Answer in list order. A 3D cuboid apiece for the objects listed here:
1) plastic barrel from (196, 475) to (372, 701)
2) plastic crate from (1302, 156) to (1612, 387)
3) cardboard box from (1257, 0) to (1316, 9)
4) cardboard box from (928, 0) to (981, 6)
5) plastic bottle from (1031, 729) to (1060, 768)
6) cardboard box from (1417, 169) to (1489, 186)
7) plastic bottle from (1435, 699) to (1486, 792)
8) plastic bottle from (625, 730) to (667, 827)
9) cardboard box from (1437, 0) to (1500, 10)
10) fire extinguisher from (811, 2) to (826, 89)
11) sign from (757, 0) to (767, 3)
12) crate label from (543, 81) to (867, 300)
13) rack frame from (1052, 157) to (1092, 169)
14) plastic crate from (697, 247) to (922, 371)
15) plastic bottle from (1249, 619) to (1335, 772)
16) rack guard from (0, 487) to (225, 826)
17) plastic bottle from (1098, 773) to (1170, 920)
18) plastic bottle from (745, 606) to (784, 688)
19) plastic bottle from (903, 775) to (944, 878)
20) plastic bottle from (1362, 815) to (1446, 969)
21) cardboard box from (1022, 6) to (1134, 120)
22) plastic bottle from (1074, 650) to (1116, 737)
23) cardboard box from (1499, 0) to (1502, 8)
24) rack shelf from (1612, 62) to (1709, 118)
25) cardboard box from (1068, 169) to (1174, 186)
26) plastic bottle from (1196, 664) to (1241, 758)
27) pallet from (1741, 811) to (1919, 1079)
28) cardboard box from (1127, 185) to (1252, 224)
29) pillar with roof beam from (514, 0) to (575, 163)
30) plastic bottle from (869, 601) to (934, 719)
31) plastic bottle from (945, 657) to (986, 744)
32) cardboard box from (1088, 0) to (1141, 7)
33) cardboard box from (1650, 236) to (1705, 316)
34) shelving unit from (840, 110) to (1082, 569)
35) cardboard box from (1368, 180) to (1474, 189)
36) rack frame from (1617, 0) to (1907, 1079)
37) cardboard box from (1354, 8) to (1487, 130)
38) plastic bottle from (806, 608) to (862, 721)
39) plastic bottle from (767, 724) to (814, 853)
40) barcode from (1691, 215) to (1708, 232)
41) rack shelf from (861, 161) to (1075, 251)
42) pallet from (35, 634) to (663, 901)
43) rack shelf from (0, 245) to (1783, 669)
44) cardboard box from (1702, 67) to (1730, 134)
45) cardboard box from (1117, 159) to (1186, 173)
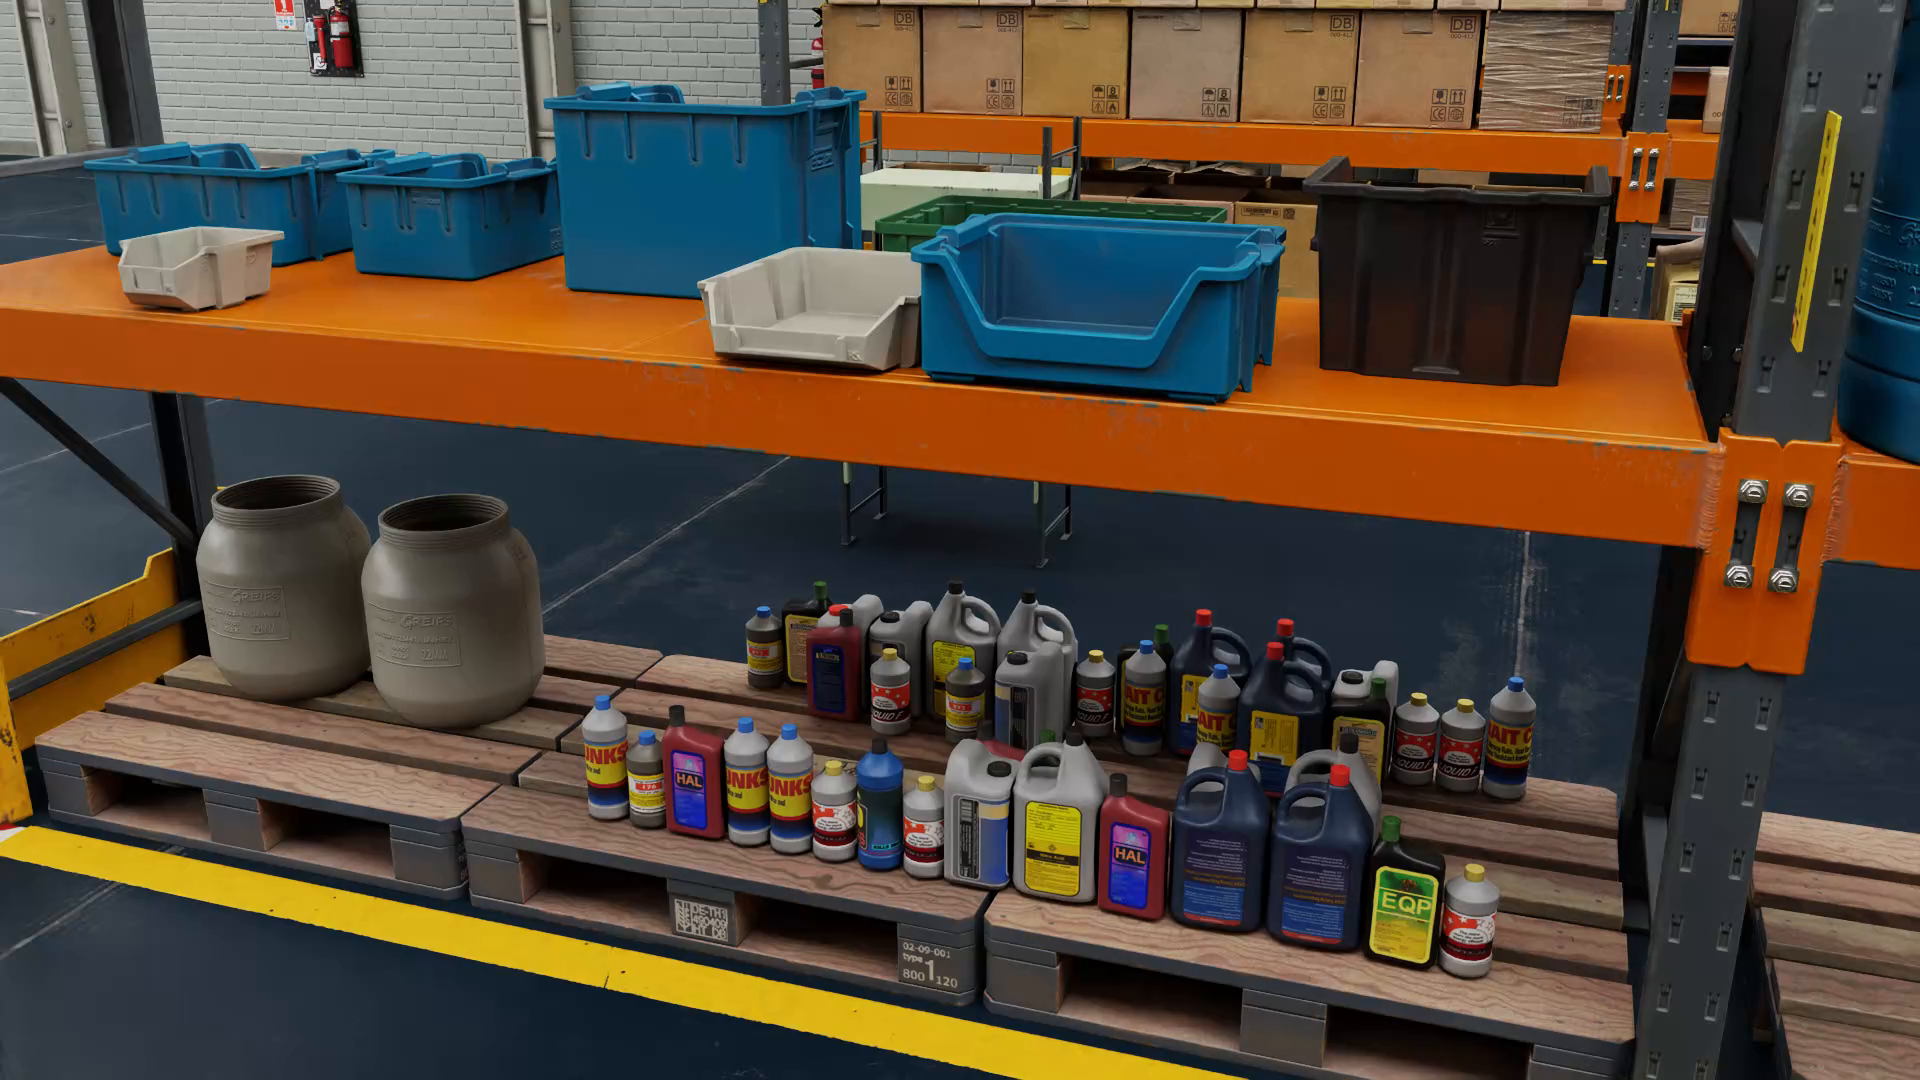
[{"bbox_3d":[-1.738,0.120,4.316,0.421,0.512,0.421,0,19,0],"label":"plastic barrel"},{"bbox_3d":[0.940,-0.538,3.158,0.504,0.338,0.767,7,20,18],"label":"plastic crate"},{"bbox_3d":[1.496,-2.465,7.454,0.250,0.149,0.380,7,20,20],"label":"cardboard box"},{"bbox_3d":[0.029,-2.632,7.934,0.250,0.149,0.380,7,20,18],"label":"cardboard box"},{"bbox_3d":[0.213,0.533,3.448,0.133,0.283,0.061,7,20,18],"label":"plastic bottle"},{"bbox_3d":[3.651,-2.679,12.334,0.500,0.500,0.500,5,20,14],"label":"cardboard box"},{"bbox_3d":[1.140,0.460,3.781,0.097,0.201,0.097,0,19,0],"label":"plastic bottle"},{"bbox_3d":[-0.677,0.514,3.628,0.097,0.201,0.097,0,19,0],"label":"plastic bottle"},{"bbox_3d":[2.214,-2.382,7.216,0.250,0.149,0.380,6,20,16],"label":"cardboard box"},{"bbox_3d":[-0.715,-2.564,8.992,0.183,0.674,0.296,7,20,18],"label":"fire extinguisher"},{"bbox_3d":[-0.944,-2.718,7.880,0.005,0.325,0.100,7,20,18],"label":"sign"},{"bbox_3d":[-0.558,-0.806,3.777,0.616,0.435,0.502,7,20,18],"label":"crate label"},{"bbox_3d":[0.866,-3.984,12.948,0.127,3.000,1.000,7,20,18],"label":"rack frame"},{"bbox_3d":[-0.224,-0.444,3.193,0.437,0.136,0.530,7,20,18],"label":"plastic crate"},{"bbox_3d":[0.767,0.355,3.856,0.185,0.351,0.144,7,20,20],"label":"plastic bottle"},{"bbox_3d":[-2.298,0.270,4.541,0.348,0.500,1.175,7,20,18],"label":"rack guard"},{"bbox_3d":[0.341,0.598,3.262,0.133,0.283,0.061,8,21,22],"label":"plastic bottle"},{"bbox_3d":[-0.507,0.272,4.322,0.097,0.201,0.097,0,19,0],"label":"plastic bottle"},{"bbox_3d":[-0.069,0.583,3.428,0.097,0.201,0.097,0,19,0],"label":"plastic bottle"},{"bbox_3d":[0.831,0.654,3.101,0.133,0.283,0.061,8,21,21],"label":"plastic bottle"},{"bbox_3d":[0.645,-2.326,8.039,0.500,0.500,0.700,7,20,18],"label":"cardboard box"},{"bbox_3d":[0.329,0.368,4.048,0.097,0.201,0.097,0,19,0],"label":"plastic bottle"},{"bbox_3d":[2.350,-2.508,7.578,0.250,0.149,0.380,6,20,17],"label":"cardboard box"},{"bbox_3d":[6.534,-2.996,11.208,4.000,0.370,1.077,7,20,18],"label":"rack shelf"},{"bbox_3d":[0.797,-1.629,8.591,0.500,0.500,0.500,7,20,18],"label":"cardboard box"},{"bbox_3d":[0.590,0.415,3.806,0.097,0.271,0.097,0,19,0],"label":"plastic bottle"},{"bbox_3d":[2.148,0.918,3.122,1.213,0.211,1.003,7,20,18],"label":"pallet"},{"bbox_3d":[1.093,-1.407,7.957,0.500,0.500,0.500,7,20,18],"label":"cardboard box"},{"bbox_3d":[-5.269,-6.320,10.535,0.400,9.000,9.100,7,20,18],"label":"pillar with roof beam"},{"bbox_3d":[-0.146,0.288,4.164,0.135,0.276,0.152,6,20,17],"label":"plastic bottle"},{"bbox_3d":[0.013,0.382,4.007,0.097,0.201,0.097,0,19,0],"label":"plastic bottle"},{"bbox_3d":[0.761,-2.549,7.694,0.250,0.149,0.380,6,20,17],"label":"cardboard box"},{"bbox_3d":[3.499,-1.221,7.710,0.500,0.311,0.500,7,20,18],"label":"cardboard box"},{"bbox_3d":[-0.006,-0.709,5.831,0.755,1.500,0.431,7,20,18],"label":"shelving unit"},{"bbox_3d":[2.212,-1.464,8.120,0.500,0.500,0.500,7,20,18],"label":"cardboard box"},{"bbox_3d":[1.393,-0.472,2.872,0.127,3.000,1.000,7,20,18],"label":"rack frame"},{"bbox_3d":[2.101,-2.159,7.562,0.500,0.500,0.700,6,20,17],"label":"cardboard box"},{"bbox_3d":[-0.312,0.302,4.110,0.133,0.283,0.061,7,20,18],"label":"plastic bottle"},{"bbox_3d":[-0.357,0.517,3.511,0.097,0.271,0.097,0,19,0],"label":"plastic bottle"},{"bbox_3d":[3.127,-1.335,7.020,0.075,0.075,0.001,7,20,18],"label":"barcode"},{"bbox_3d":[-0.006,-1.077,5.703,0.720,0.370,0.431,7,20,18],"label":"rack shelf"},{"bbox_3d":[-1.532,0.496,4.332,1.213,0.211,1.003,7,20,18],"label":"pallet"},{"bbox_3d":[-0.496,-0.348,3.610,4.000,0.370,1.077,7,20,18],"label":"rack shelf"},{"bbox_3d":[3.502,-1.901,7.200,0.500,0.250,0.500,8,21,21],"label":"cardboard box"},{"bbox_3d":[1.490,-2.819,13.024,0.500,0.311,0.500,4,20,12],"label":"cardboard box"}]
